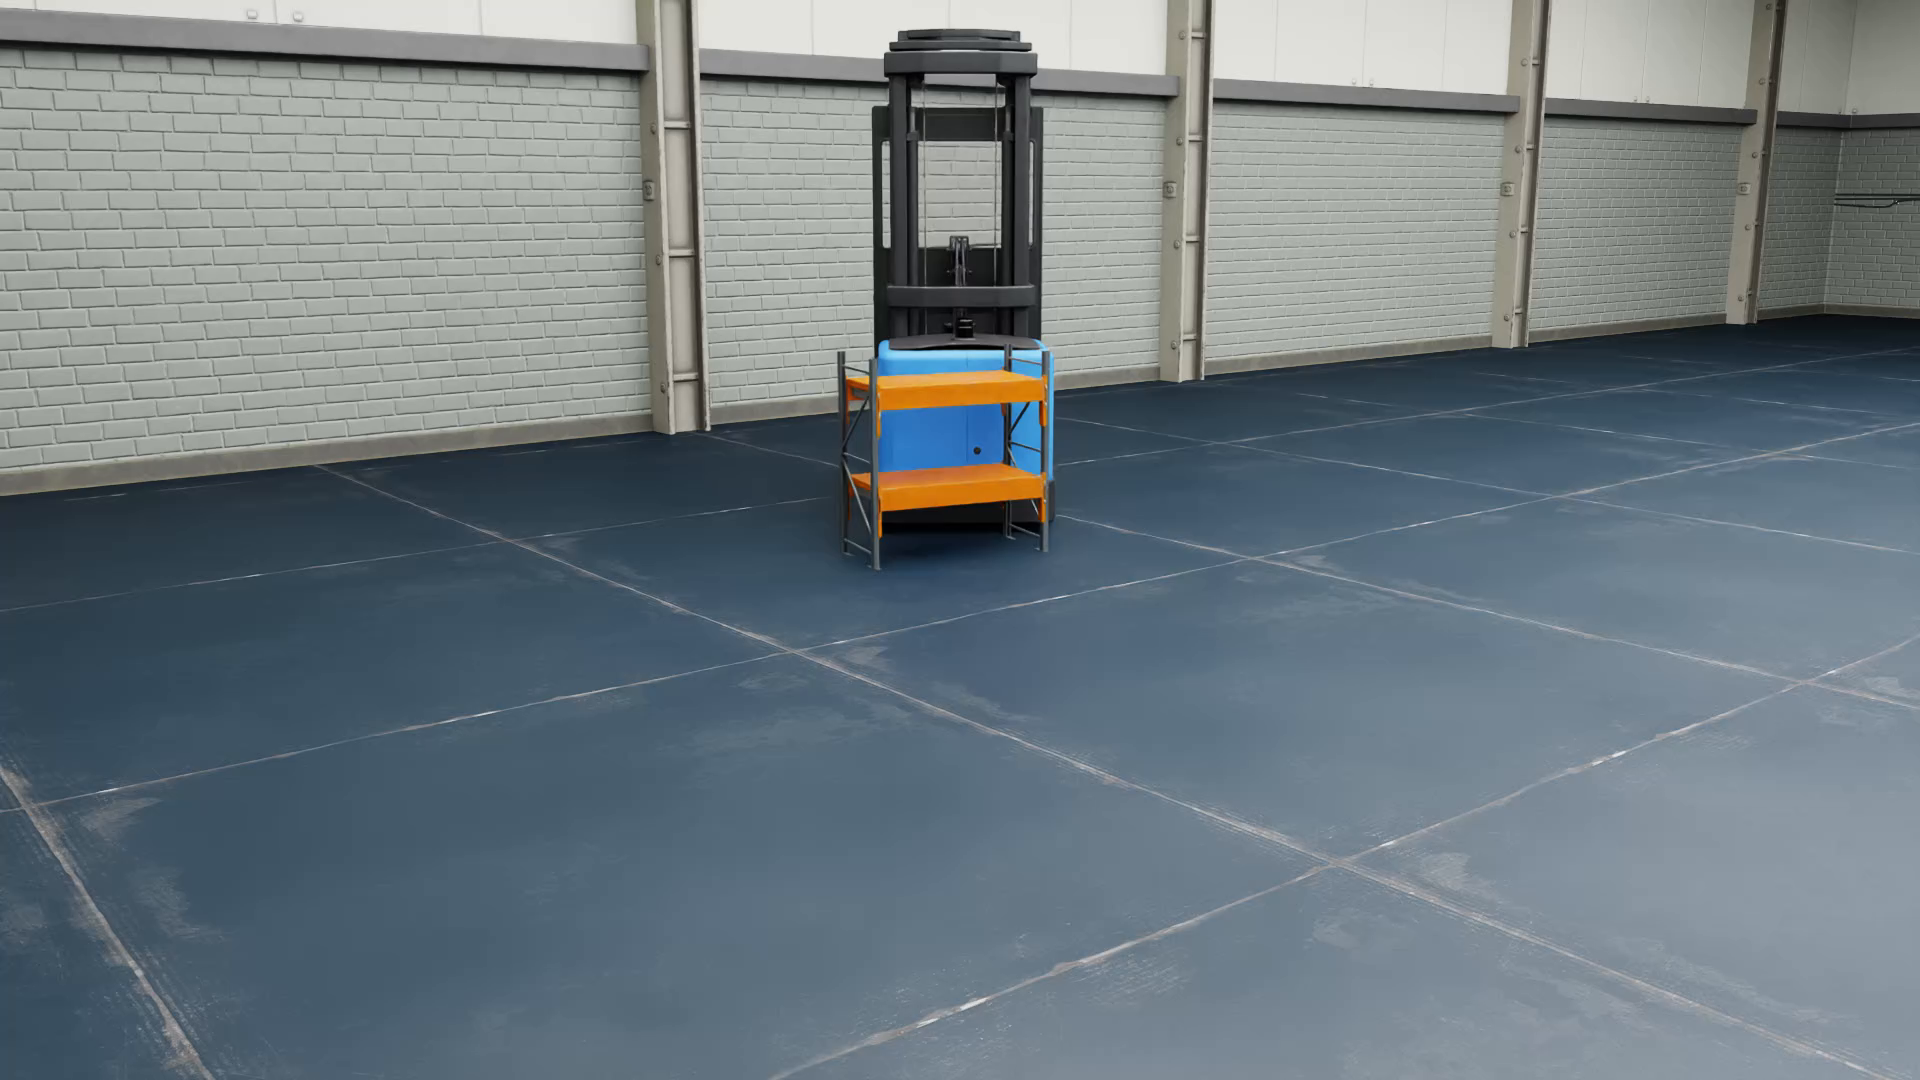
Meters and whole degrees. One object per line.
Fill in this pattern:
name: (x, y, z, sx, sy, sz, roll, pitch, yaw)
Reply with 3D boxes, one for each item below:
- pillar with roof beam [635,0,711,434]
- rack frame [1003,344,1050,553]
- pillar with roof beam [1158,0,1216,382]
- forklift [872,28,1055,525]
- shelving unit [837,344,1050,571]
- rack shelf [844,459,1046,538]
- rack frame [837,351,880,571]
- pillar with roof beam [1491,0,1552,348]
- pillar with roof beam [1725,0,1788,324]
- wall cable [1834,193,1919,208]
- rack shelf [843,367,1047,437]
pillar with roof beam: (0.349, -4.626, 9.747, 0.400, 9.000, 9.100, -9, 15, -38)
rack frame: (0.371, -0.523, 9.386, 0.032, 1.125, 0.500, -6, 13, -25)
pillar with roof beam: (5.034, -5.404, 13.414, 0.400, 9.000, 9.100, -9, 15, -38)
forklift: (-0.028, -1.778, 10.944, 1.130, 2.935, 3.031, -1, 12, -3)
shelving unit: (-0.088, -0.478, 9.174, 1.048, 1.125, 0.538, -6, 13, -25)
rack shelf: (-0.088, -0.239, 9.225, 1.000, 0.278, 0.538, -6, 13, -25)
rack frame: (-0.548, -0.433, 8.962, 0.032, 1.125, 0.500, -6, 13, -25)
pillar with roof beam: (9.719, -6.183, 17.080, 0.400, 9.000, 9.100, -9, 15, -38)
pillar with roof beam: (14.405, -6.961, 20.747, 0.400, 9.000, 9.100, -9, 15, -38)
wall cable: (14.842, -6.308, 25.148, 0.112, 2.526, 3.097, -9, 15, -38)
rack shelf: (-0.088, -0.765, 9.113, 1.000, 0.278, 0.538, -6, 13, -25)
